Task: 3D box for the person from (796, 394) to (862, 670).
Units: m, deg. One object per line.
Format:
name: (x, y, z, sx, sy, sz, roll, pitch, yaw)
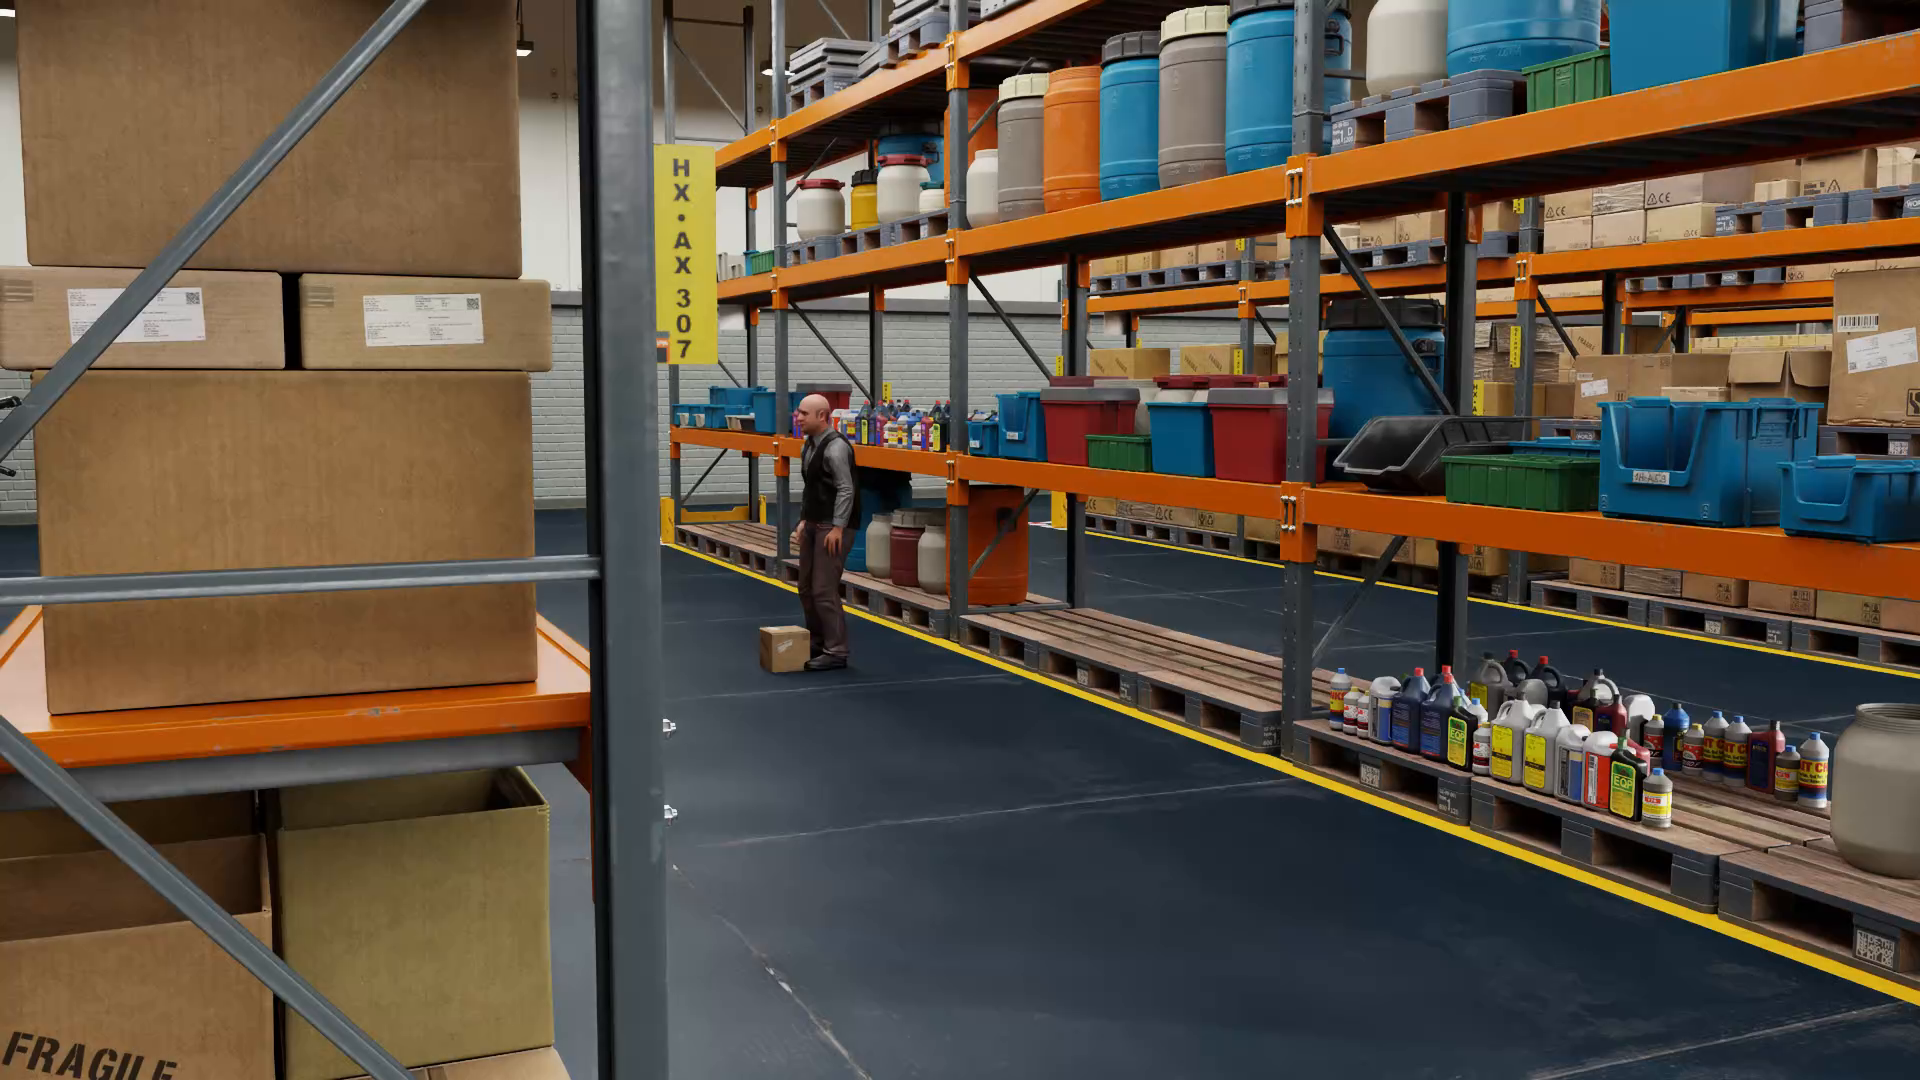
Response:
person: (-0.845, -0.058, 10.503, 0.420, 1.720, 0.591, -3, 6, -27)
